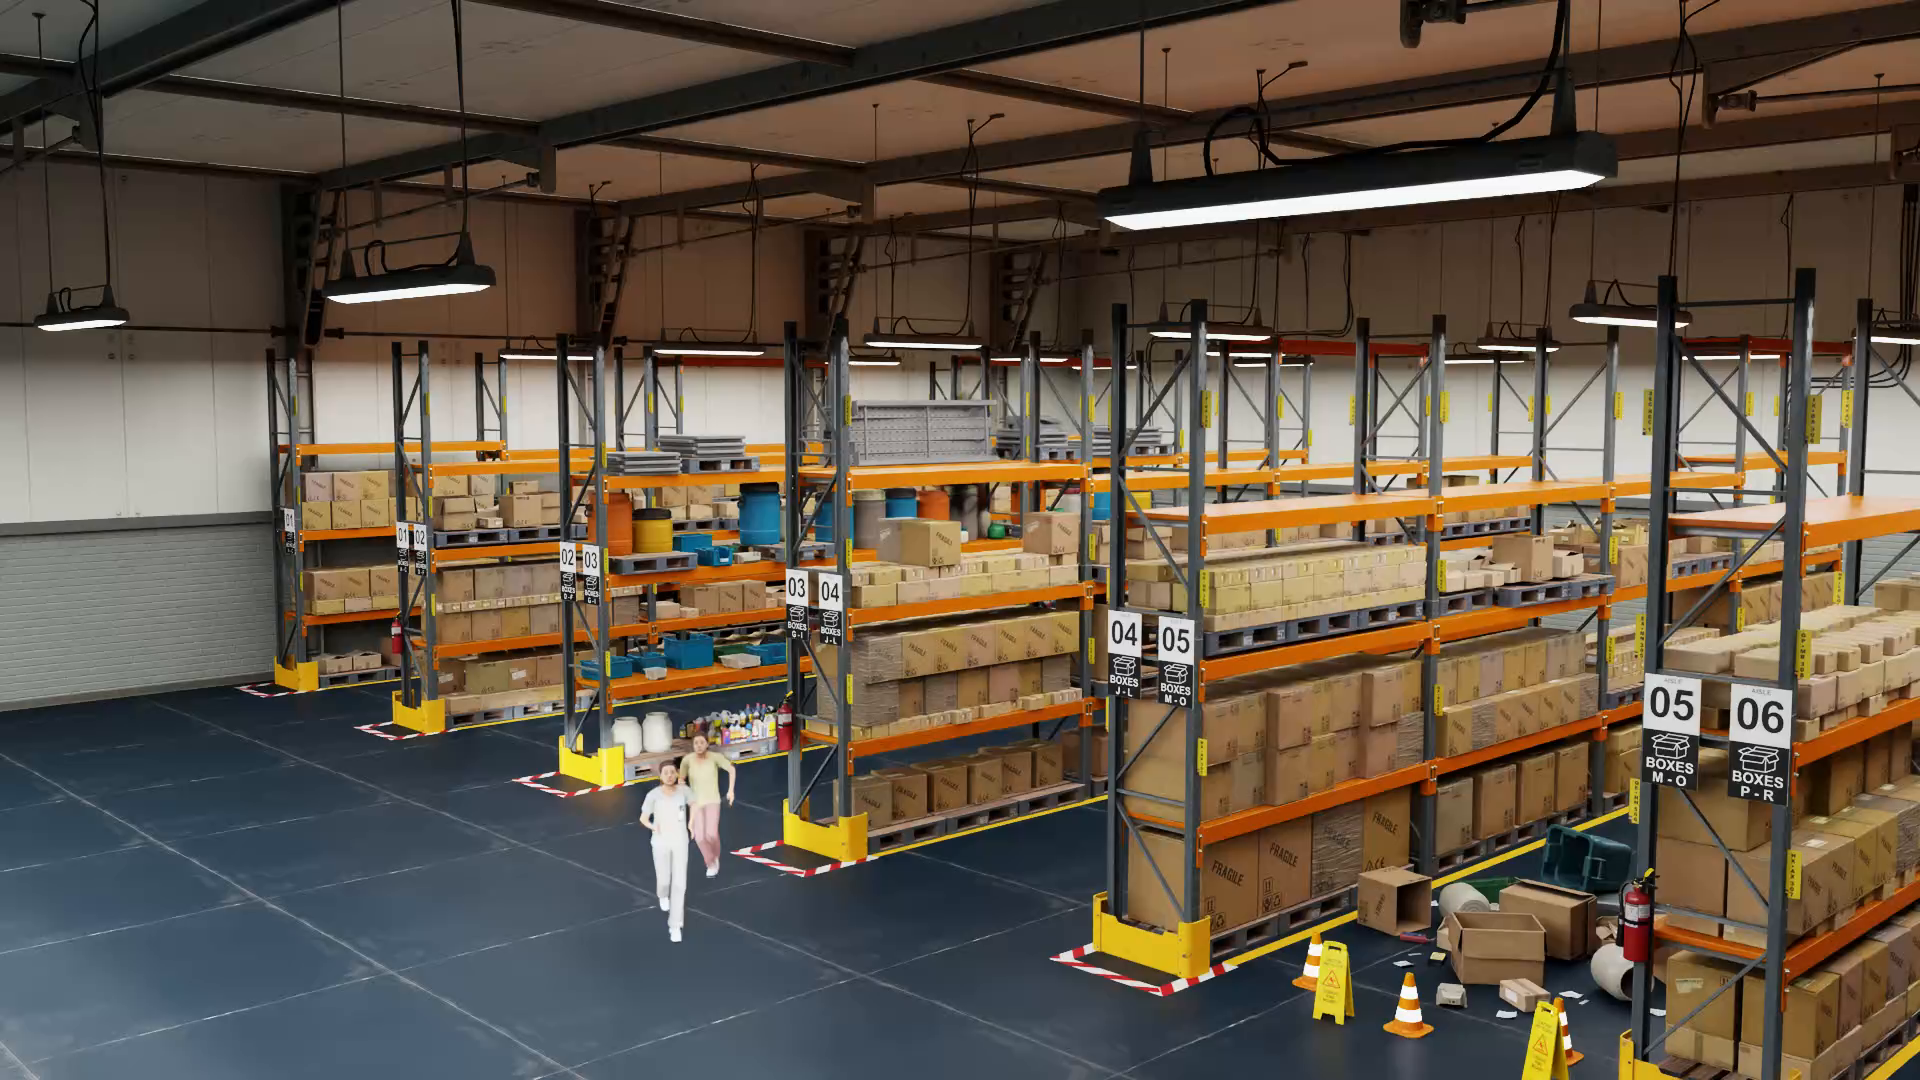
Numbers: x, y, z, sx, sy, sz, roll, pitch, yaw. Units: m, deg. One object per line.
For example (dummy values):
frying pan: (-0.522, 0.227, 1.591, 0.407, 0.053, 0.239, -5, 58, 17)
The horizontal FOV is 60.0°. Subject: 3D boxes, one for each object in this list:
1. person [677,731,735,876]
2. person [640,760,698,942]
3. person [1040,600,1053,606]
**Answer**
person: (-2.725, 2.825, 17.758, 0.595, 1.607, 0.646, 0, 5, 3)
person: (-2.797, 2.941, 16.053, 0.570, 1.663, 0.930, -1, 5, -15)
person: (1.630, 1.484, 32.525, 0.683, 1.734, 0.592, 3, 6, 31)
